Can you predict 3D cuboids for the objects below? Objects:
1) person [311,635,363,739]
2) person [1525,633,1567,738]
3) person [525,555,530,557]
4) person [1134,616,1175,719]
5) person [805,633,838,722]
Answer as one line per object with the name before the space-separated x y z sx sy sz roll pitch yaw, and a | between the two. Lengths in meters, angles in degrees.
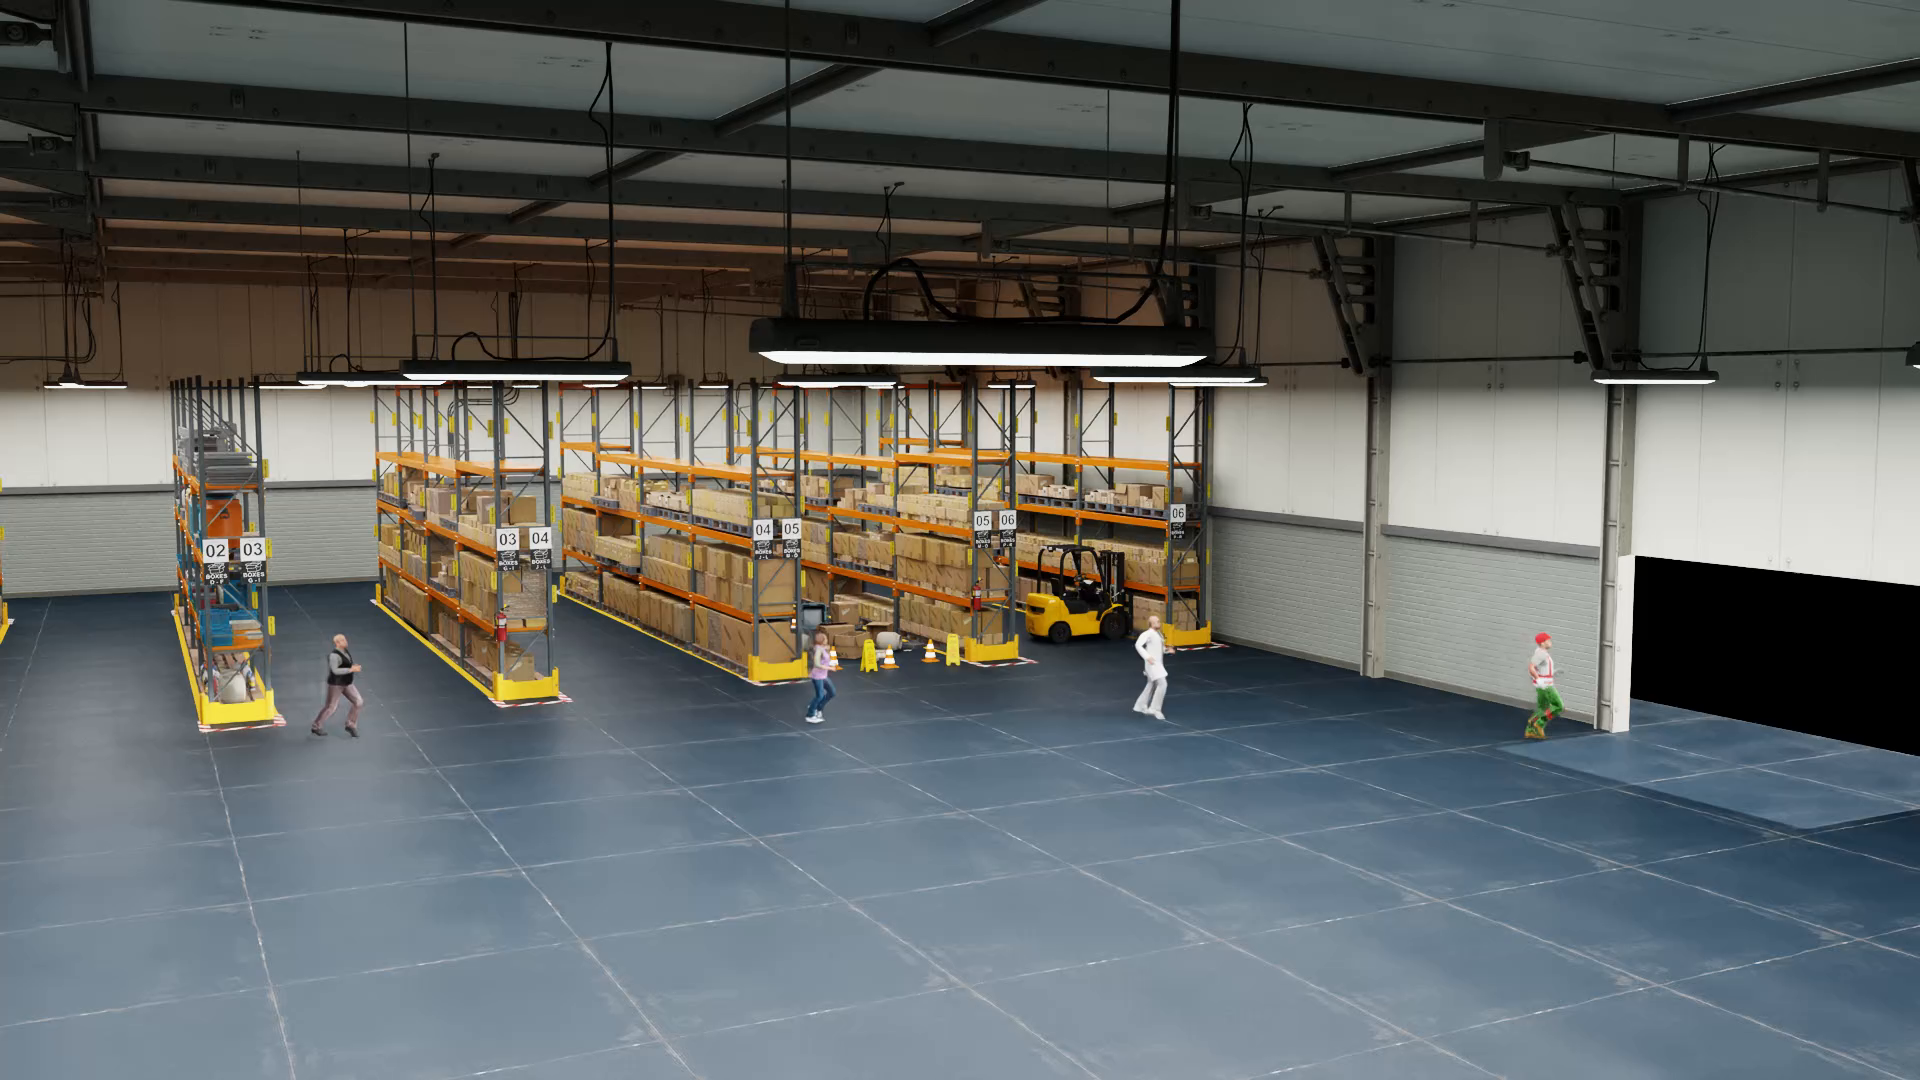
person | -10.255 2.429 27.471 0.888 1.760 0.662 1 5 9
person | 9.655 2.394 27.360 0.645 1.741 0.639 1 5 14
person | -12.121 0.826 46.178 0.628 1.659 0.851 -1 5 -13
person | 3.415 2.257 29.284 0.744 1.850 0.689 2 5 21
person | -2.386 2.381 28.723 0.604 1.562 0.541 1 5 9
